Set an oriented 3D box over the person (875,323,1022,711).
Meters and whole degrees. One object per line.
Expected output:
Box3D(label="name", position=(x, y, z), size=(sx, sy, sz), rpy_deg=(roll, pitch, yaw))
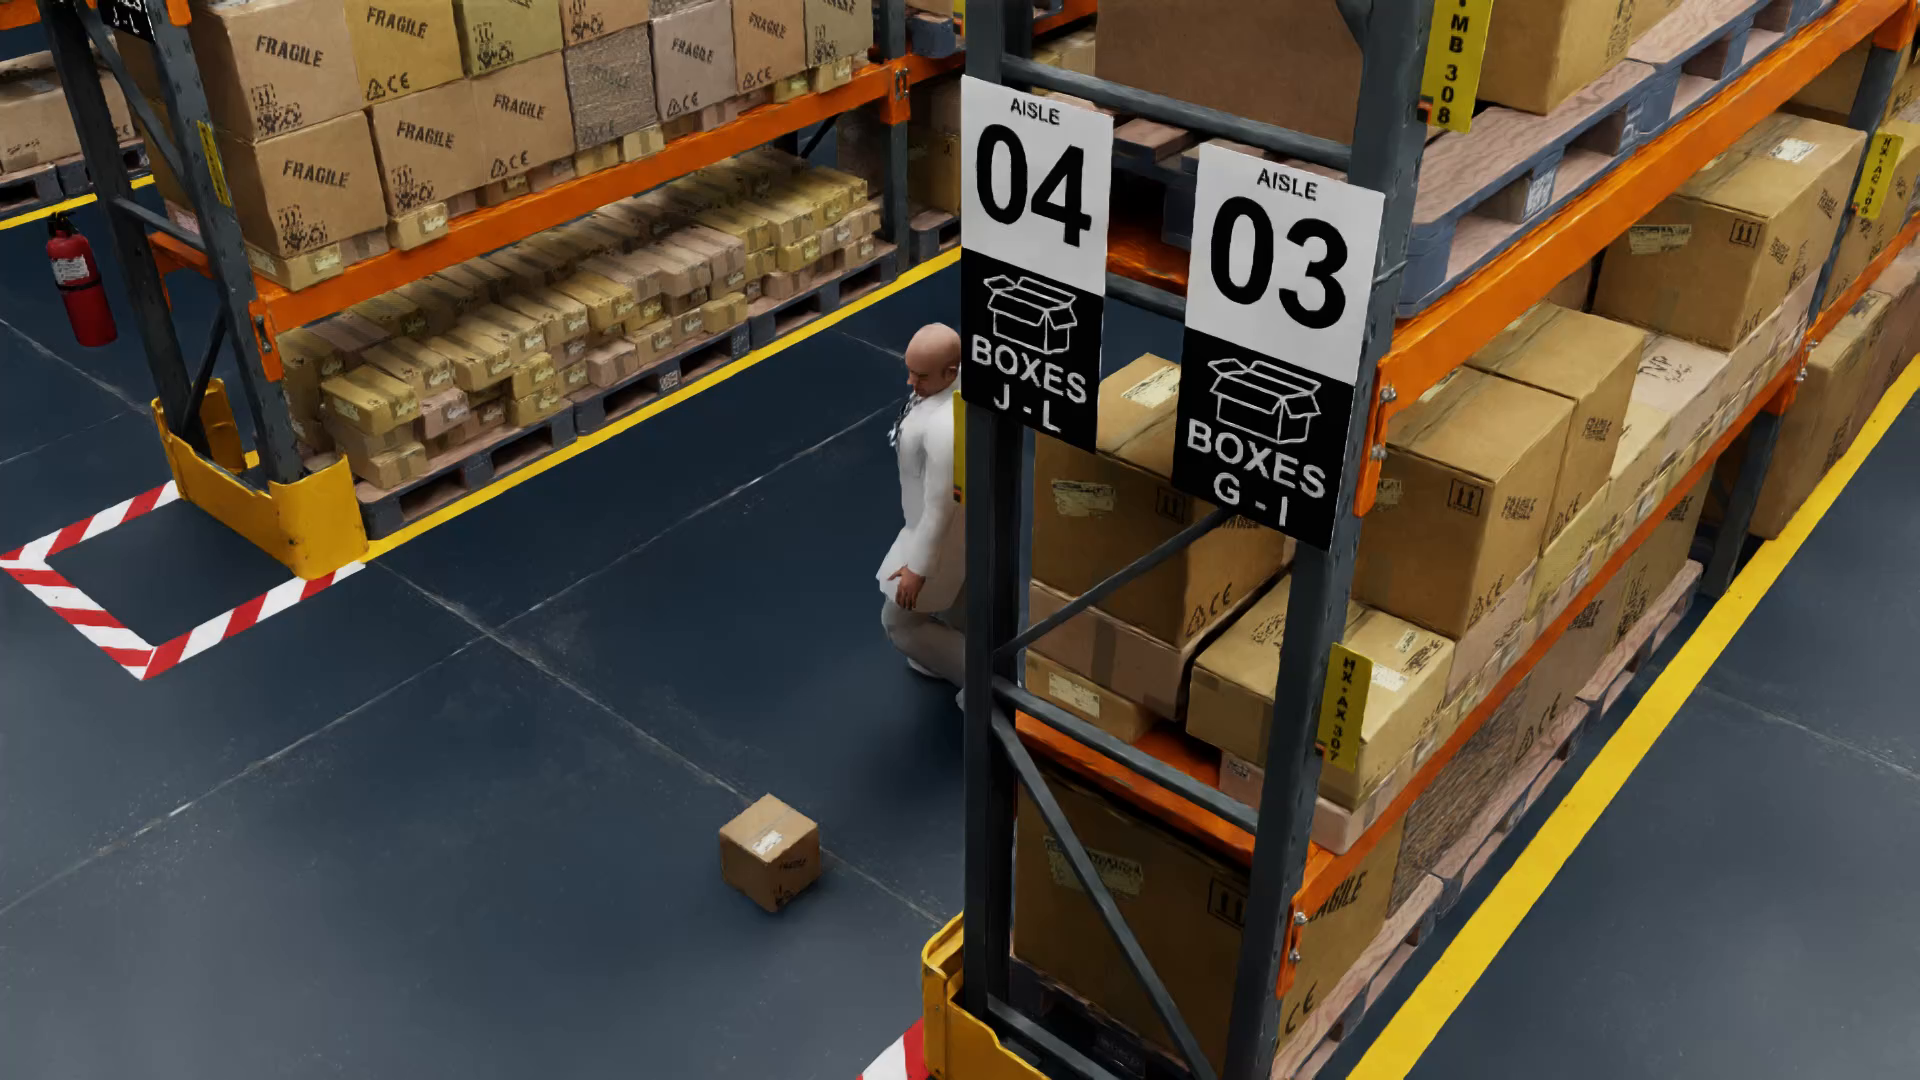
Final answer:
Box3D(label="person", position=(-0.018, -0.028, 6.182), size=(0.565, 1.761, 0.652), rpy_deg=(6, 35, 9))
